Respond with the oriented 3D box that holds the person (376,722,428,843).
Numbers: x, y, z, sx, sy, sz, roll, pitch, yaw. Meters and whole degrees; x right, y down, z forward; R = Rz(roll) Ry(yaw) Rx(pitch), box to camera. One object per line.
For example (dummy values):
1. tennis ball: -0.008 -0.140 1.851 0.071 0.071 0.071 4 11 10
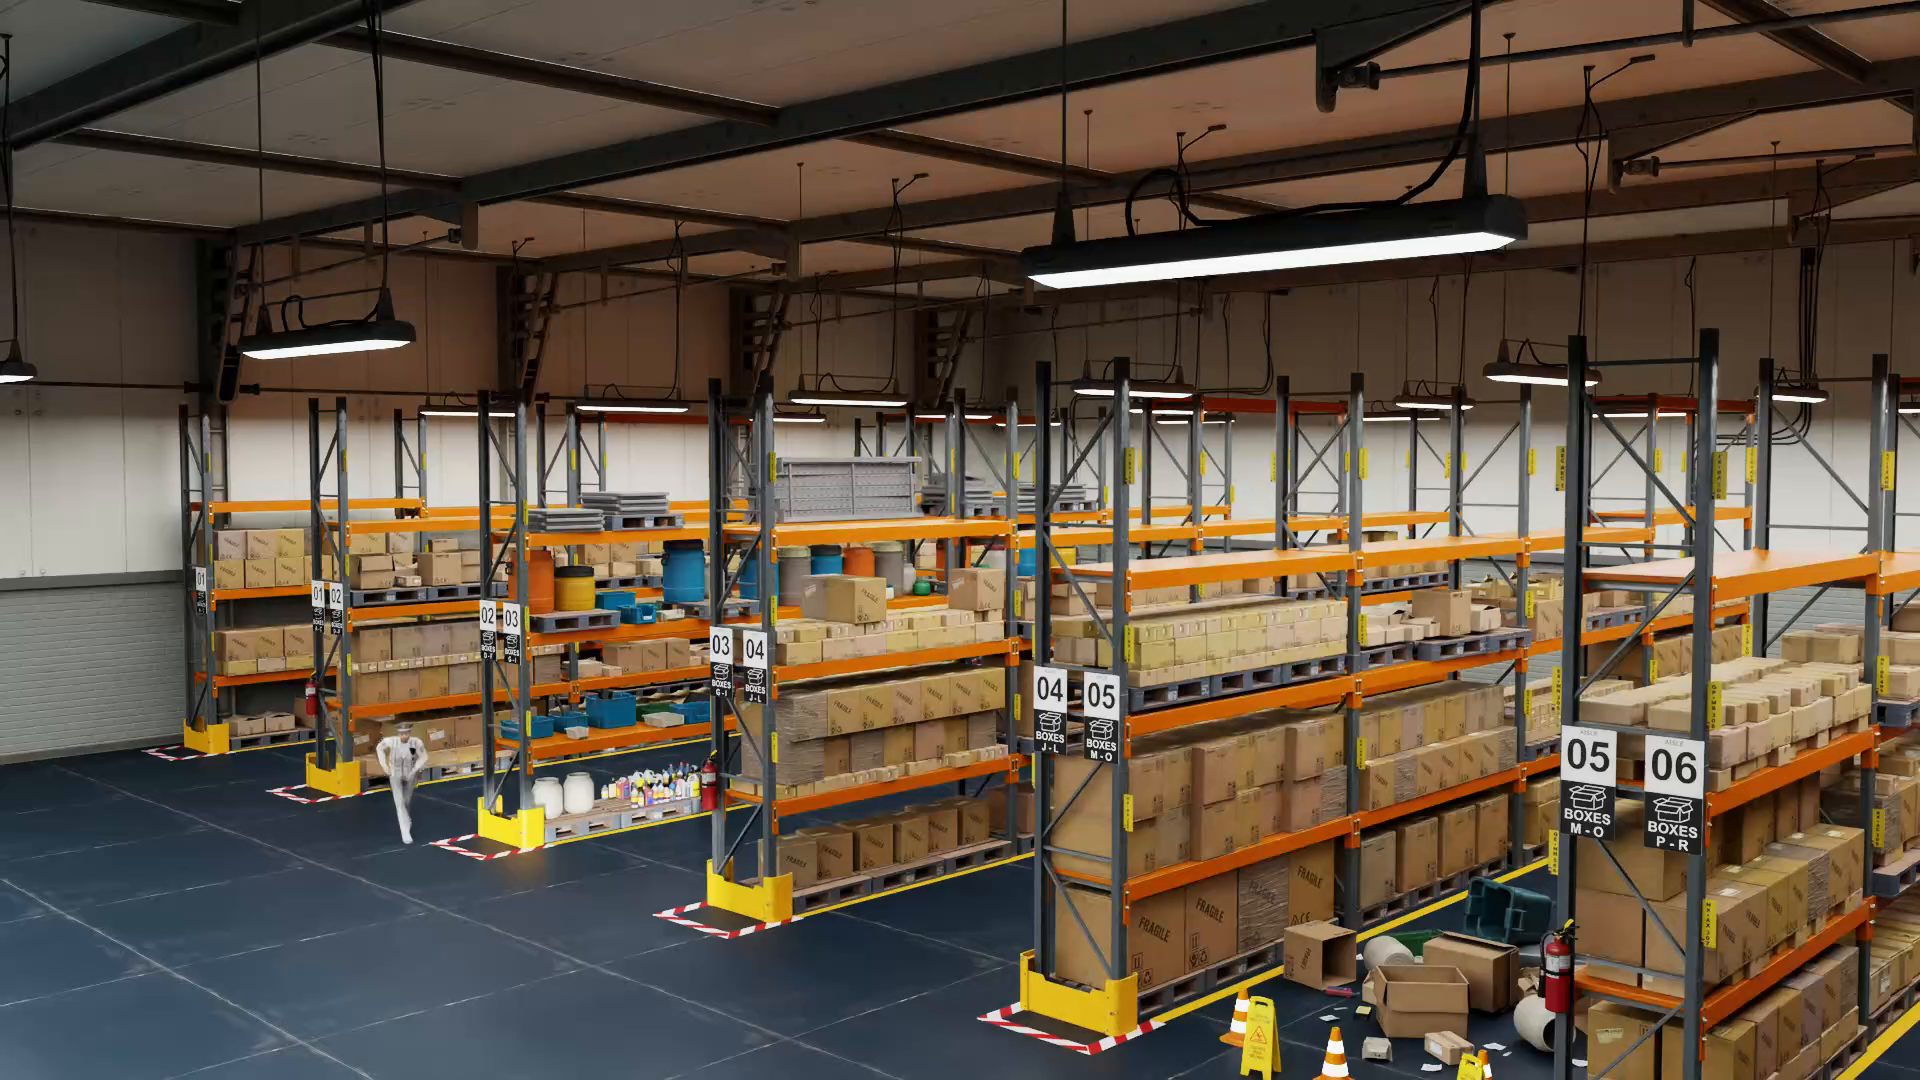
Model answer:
1. person: -7.508 3.211 22.404 0.655 1.628 0.980 -1 3 -18
